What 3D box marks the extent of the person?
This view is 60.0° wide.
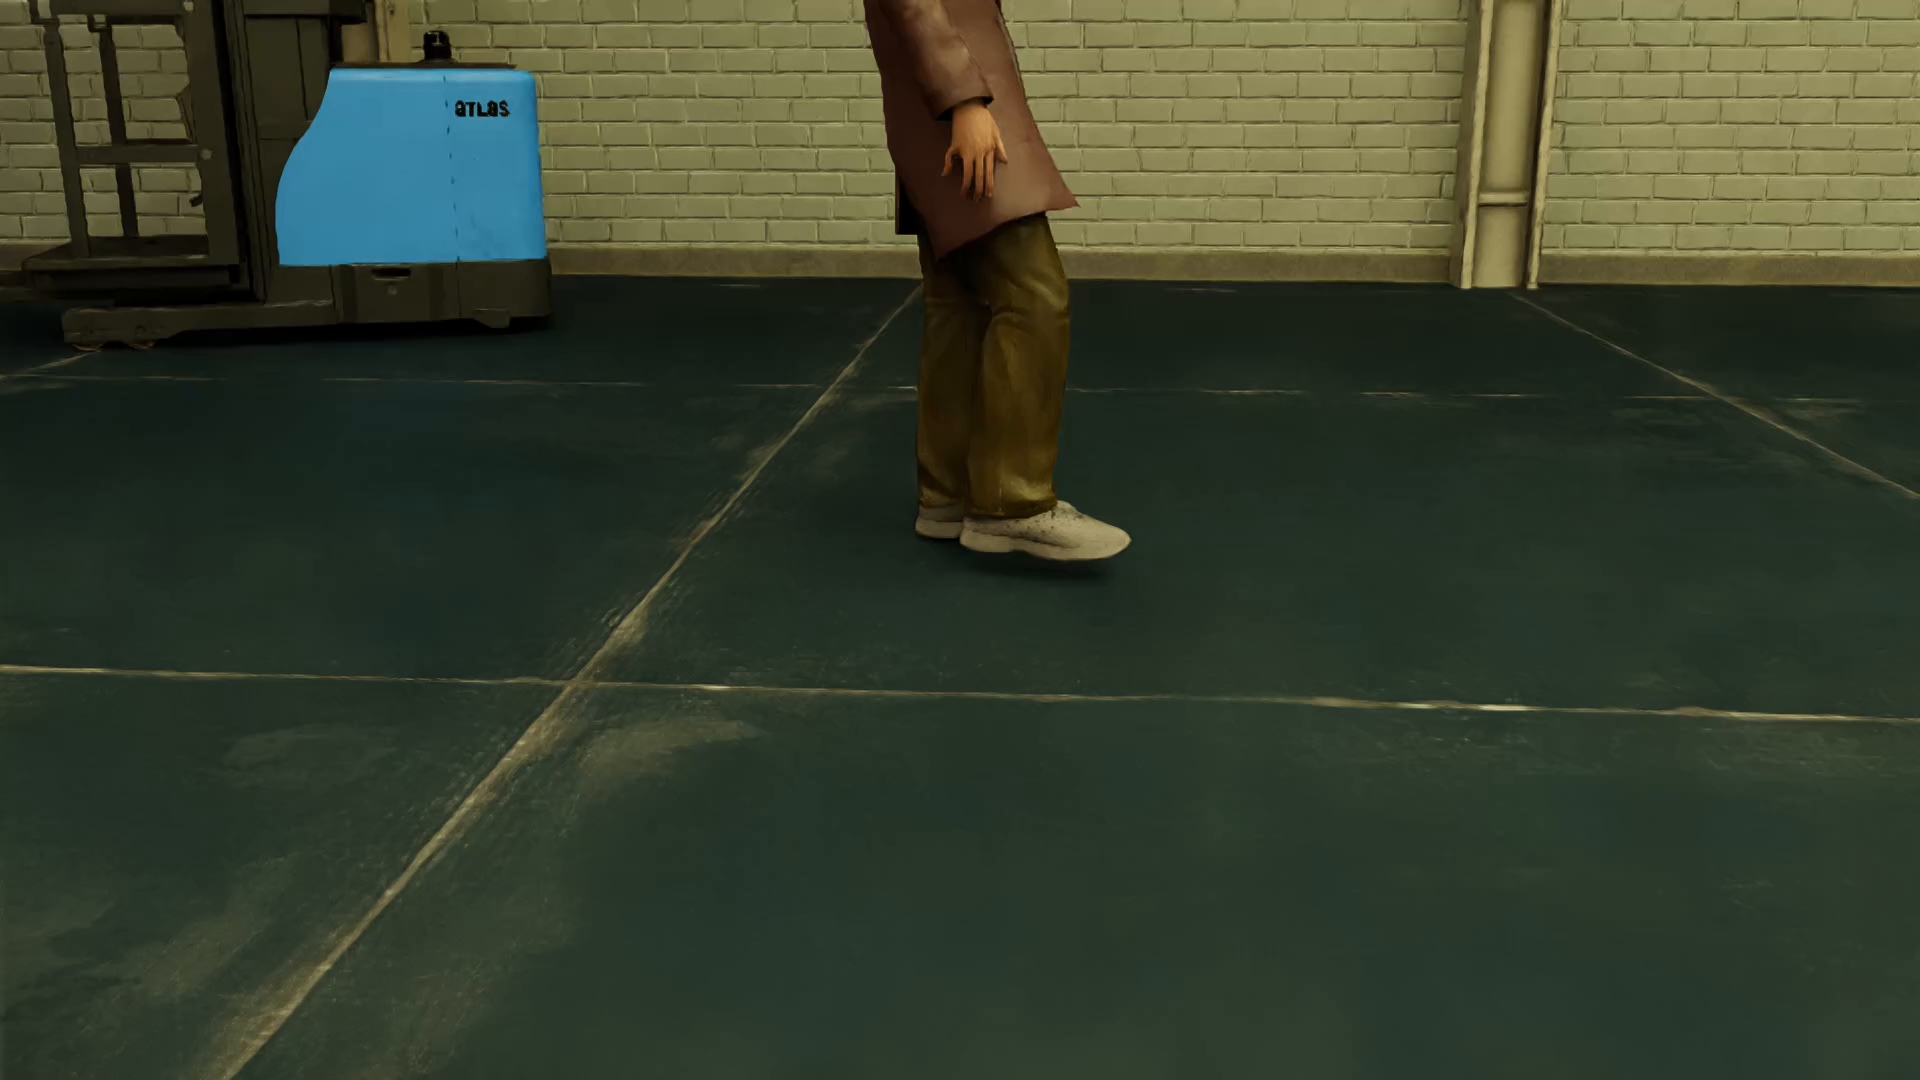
[{"bbox_3d":[0.089,-0.863,3.567,0.586,1.775,0.694,1,15,4],"label":"person"}]

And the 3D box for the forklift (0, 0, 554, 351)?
[{"bbox_3d":[-3.311,-2.315,6.745,3.031,2.935,1.130,-4,16,-15],"label":"forklift"}]
